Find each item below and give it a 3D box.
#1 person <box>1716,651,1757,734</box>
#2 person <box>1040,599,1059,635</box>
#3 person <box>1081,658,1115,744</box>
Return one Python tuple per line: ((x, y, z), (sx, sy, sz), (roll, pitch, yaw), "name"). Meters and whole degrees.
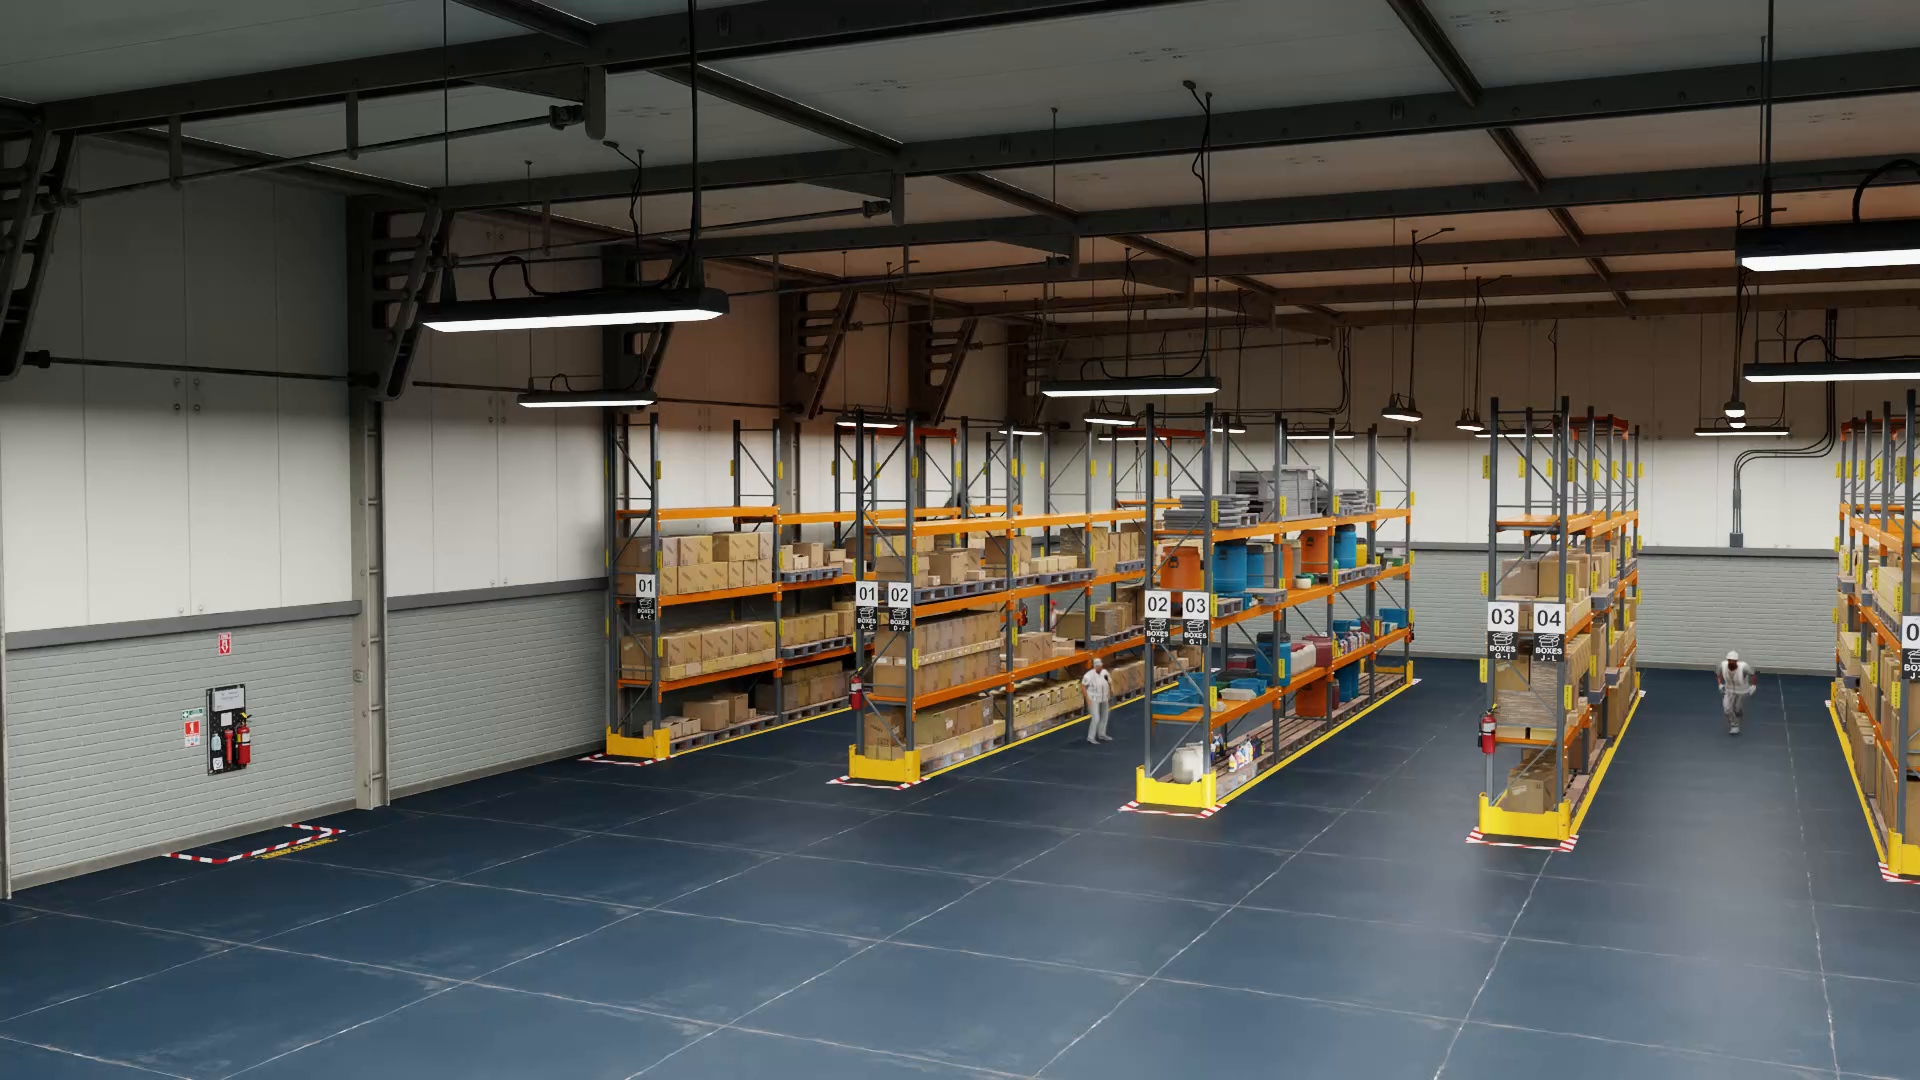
((14.697, 2.880, 31.455), (0.701, 1.597, 0.929), (2, 3, 34), "person")
((2.279, 2.376, 41.879), (0.588, 1.771, 0.787), (0, 2, 9), "person")
((2.574, 2.948, 30.528), (0.671, 1.607, 0.754), (-1, 3, -26), "person")
